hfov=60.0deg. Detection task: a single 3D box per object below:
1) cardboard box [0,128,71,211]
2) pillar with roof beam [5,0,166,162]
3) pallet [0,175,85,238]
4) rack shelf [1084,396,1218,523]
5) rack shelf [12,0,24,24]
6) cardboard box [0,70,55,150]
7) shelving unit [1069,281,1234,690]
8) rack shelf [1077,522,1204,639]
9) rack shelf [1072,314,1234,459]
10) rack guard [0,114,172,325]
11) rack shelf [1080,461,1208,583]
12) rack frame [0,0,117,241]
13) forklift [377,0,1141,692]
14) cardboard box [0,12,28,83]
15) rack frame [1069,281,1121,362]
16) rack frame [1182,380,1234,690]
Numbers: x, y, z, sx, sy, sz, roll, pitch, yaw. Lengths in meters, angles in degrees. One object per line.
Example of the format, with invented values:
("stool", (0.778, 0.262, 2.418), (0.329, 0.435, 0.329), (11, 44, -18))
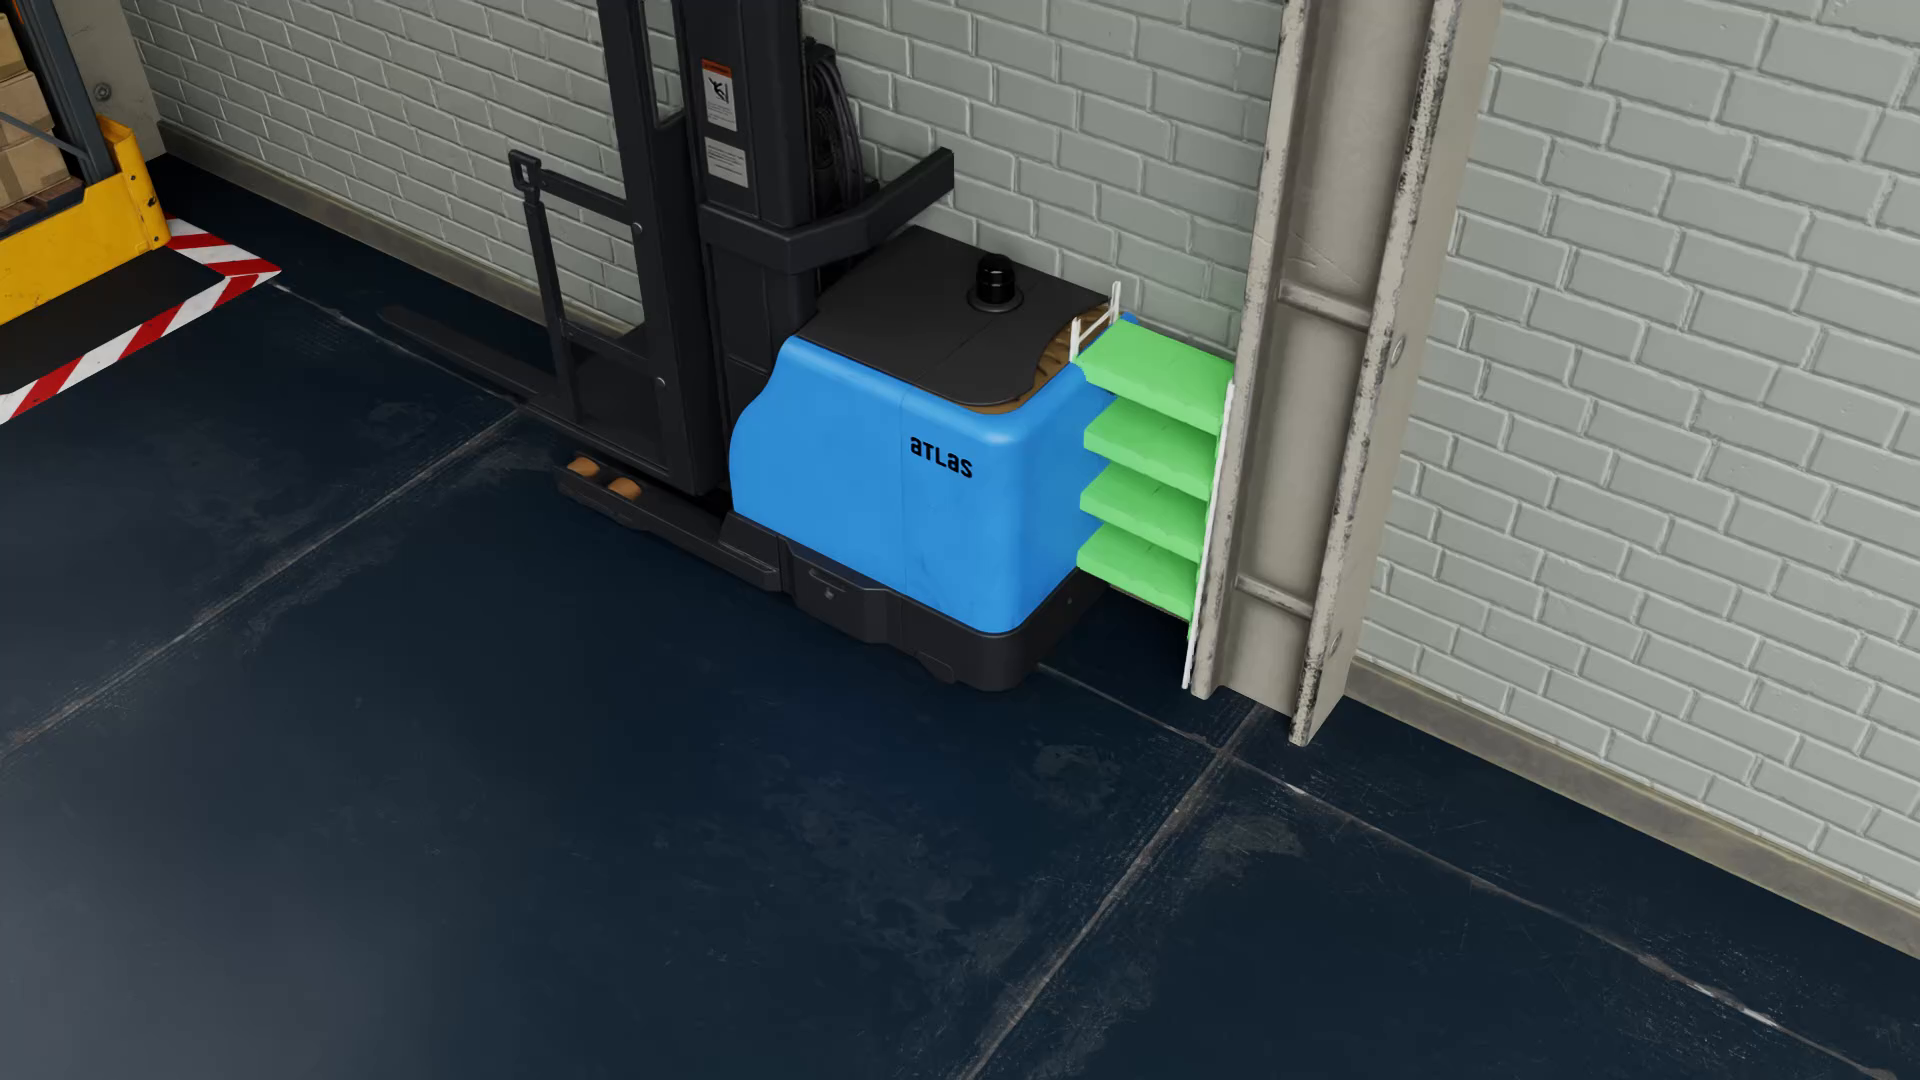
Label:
("cardboard box", (-4.179, -1.612, 7.049), (0.500, 0.250, 0.500), (25, 48, 25))
("pillar with roof beam", (-6.414, -2.830, 2.164), (0.400, 9.000, 9.100), (25, 48, 25))
("pallet", (-4.540, -1.416, 7.174), (1.213, 0.211, 1.003), (25, 48, 25))
("rack shelf", (0.581, -0.265, 4.871), (0.480, 0.148, 0.258), (26, 48, 24))
("rack shelf", (-5.527, -2.683, 7.039), (4.000, 0.370, 1.077), (25, 48, 25))
("cardboard box", (-4.155, -1.797, 6.881), (0.500, 0.250, 0.500), (26, 48, 26))
("shelving unit", (0.579, -0.135, 4.991), (0.503, 1.200, 0.258), (26, 48, 24))
("rack shelf", (0.575, 0.087, 5.197), (0.480, 0.148, 0.258), (26, 48, 24))
("rack shelf", (0.584, -0.441, 4.708), (0.480, 0.148, 0.258), (26, 48, 24))
("rack guard", (-3.870, -1.245, 6.766), (0.348, 0.500, 1.175), (25, 48, 25))
("rack shelf", (0.578, -0.089, 5.034), (0.480, 0.148, 0.258), (26, 48, 24))
("rack frame", (-3.889, -2.186, 5.943), (0.127, 3.000, 1.000), (25, 48, 25))
("forklift", (-0.812, -1.407, 5.124), (3.031, 2.935, 1.130), (25, 47, 25))
("cardboard box", (-4.174, -1.977, 6.708), (0.500, 0.250, 0.500), (24, 47, 25))
("rack frame", (0.378, -0.232, 5.091), (0.015, 1.200, 0.240), (26, 48, 24))
("rack frame", (0.779, -0.039, 4.890), (0.015, 1.200, 0.240), (26, 48, 24))
